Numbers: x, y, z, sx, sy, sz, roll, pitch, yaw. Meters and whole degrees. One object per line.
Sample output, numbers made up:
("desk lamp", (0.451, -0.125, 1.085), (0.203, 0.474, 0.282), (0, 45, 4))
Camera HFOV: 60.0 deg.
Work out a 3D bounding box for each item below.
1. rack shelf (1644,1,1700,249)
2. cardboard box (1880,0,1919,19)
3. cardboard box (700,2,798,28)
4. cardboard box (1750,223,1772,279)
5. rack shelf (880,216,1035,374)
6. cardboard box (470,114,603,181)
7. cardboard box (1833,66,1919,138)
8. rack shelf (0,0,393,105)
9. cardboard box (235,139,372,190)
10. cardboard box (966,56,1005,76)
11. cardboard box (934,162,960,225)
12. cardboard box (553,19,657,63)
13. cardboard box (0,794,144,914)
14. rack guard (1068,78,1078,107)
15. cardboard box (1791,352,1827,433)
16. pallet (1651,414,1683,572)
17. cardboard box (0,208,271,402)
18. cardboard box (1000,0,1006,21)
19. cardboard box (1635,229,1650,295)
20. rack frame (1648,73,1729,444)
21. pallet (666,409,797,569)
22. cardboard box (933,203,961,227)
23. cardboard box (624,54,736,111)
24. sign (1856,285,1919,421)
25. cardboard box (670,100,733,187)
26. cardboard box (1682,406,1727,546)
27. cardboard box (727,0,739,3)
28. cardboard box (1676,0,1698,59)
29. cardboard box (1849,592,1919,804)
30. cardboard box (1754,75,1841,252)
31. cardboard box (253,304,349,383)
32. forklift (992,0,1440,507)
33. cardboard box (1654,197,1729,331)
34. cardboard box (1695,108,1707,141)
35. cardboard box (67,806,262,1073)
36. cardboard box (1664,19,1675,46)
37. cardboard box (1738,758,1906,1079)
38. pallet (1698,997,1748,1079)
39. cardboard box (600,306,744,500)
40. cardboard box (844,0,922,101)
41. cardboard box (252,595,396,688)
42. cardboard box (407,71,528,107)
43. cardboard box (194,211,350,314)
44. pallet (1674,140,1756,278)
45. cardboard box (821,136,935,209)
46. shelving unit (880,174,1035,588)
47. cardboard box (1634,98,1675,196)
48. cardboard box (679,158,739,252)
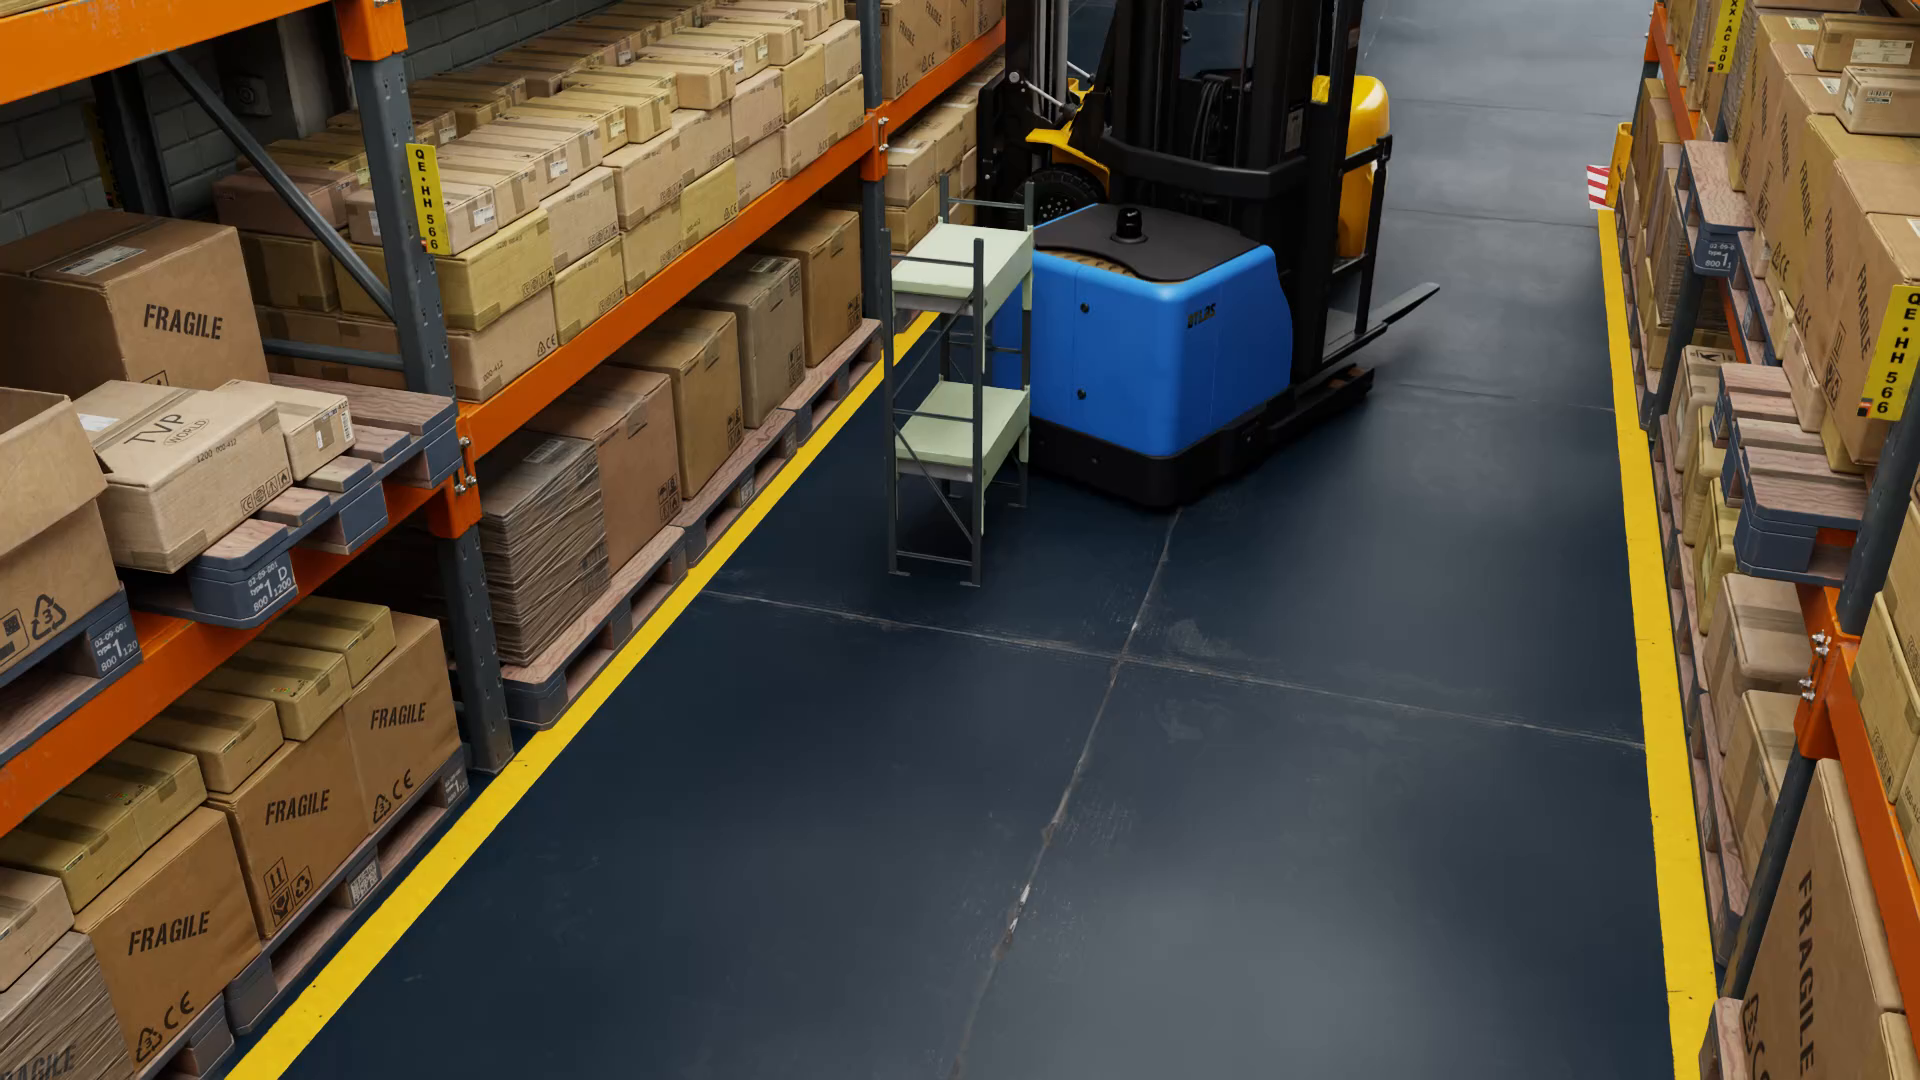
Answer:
("rack shelf", (4.440, -2.356, 9.140), (1.077, 0.370, 4.000), (8, 30, 15))
("cardboard box", (3.937, -1.851, 6.651), (0.500, 0.500, 0.500), (8, 30, 14))
("cardboard box", (-0.962, -2.356, 7.629), (0.380, 0.149, 0.250), (8, 30, 15))
("cardboard box", (2.979, -1.002, 5.791), (0.380, 0.149, 0.250), (10, 31, 17))
("rack shelf", (0.002, -1.000, 6.701), (0.431, 0.370, 0.720), (8, 30, 15))
("cardboard box", (-1.500, -1.393, 5.898), (0.380, 0.149, 0.250), (9, 30, 15))
("cardboard box", (2.889, -1.324, 5.036), (0.380, 0.149, 0.250), (7, 30, 12))
("rack shelf", (-2.654, -0.656, 2.998), (1.077, 0.370, 4.000), (8, 30, 15))
("cardboard box", (-2.195, -1.234, 5.612), (0.380, 0.149, 0.250), (9, 30, 16))
("cardboard box", (0.161, -2.993, 10.913), (0.500, 0.250, 0.500), (9, 30, 16))
("cardboard box", (-0.310, -2.063, 9.756), (0.500, 0.250, 0.500), (8, 30, 15))
("cardboard box", (-1.557, -2.175, 7.305), (0.380, 0.149, 0.250), (8, 30, 15))
("cardboard box", (-2.334, 0.782, 4.231), (0.380, 0.149, 0.250), (8, 30, 14))
("rack guard", (0.288, -3.226, 12.534), (1.175, 0.500, 0.348), (8, 30, 15))
("cardboard box", (2.591, -0.400, 4.711), (0.380, 0.149, 0.250), (8, 30, 14))
("pallet", (3.626, -0.161, 7.322), (1.003, 0.211, 1.213), (8, 30, 15))
("cardboard box", (-2.368, -0.599, 4.707), (0.500, 0.500, 0.500), (10, 31, 17))
("cardboard box", (0.076, -3.606, 10.544), (0.500, 0.500, 0.500), (8, 30, 14))
("cardboard box", (4.070, -1.521, 9.295), (0.500, 0.250, 0.500), (9, 30, 16))
("rack frame", (3.853, -1.741, 7.295), (1.000, 3.000, 0.127), (8, 30, 15))
("pallet", (-1.429, -0.313, 7.595), (1.003, 0.211, 1.213), (8, 30, 15))
("cardboard box", (-0.300, -1.846, 9.878), (0.500, 0.250, 0.500), (8, 30, 14))
("cardboard box", (-1.132, -1.852, 6.724), (0.380, 0.149, 0.250), (8, 30, 14))
("sign", (2.157, -0.427, 3.822), (0.100, 0.325, 0.005), (8, 30, 15))
("cardboard box", (-1.259, -1.627, 6.730), (0.500, 0.250, 0.500), (9, 30, 16))
("cardboard box", (3.494, -0.198, 6.791), (0.950, 0.372, 0.625), (10, 31, 18))
("cardboard box", (-1.201, -2.642, 8.144), (0.380, 0.149, 0.250), (8, 30, 14))
("cardboard box", (4.184, -2.878, 8.929), (0.500, 0.500, 0.500), (8, 30, 14))
("cardboard box", (2.295, 0.375, 3.645), (0.500, 0.250, 0.500), (8, 30, 14))
("cardboard box", (2.996, -1.221, 5.518), (0.500, 0.500, 0.500), (7, 30, 13))
("cardboard box", (-2.180, -0.769, 5.701), (0.500, 0.250, 0.500), (8, 30, 14))
("forklift", (1.473, -2.069, 7.954), (1.130, 2.935, 3.031), (23, 36, 35))
("cardboard box", (3.770, -1.364, 8.242), (0.500, 0.500, 0.500), (8, 30, 14))
("cardboard box", (3.722, -1.941, 7.912), (0.380, 0.149, 0.250), (9, 30, 16))
("cardboard box", (-2.294, 1.022, 4.467), (0.500, 0.500, 0.500), (10, 31, 17))
("cardboard box", (4.395, -3.020, 9.851), (0.380, 0.149, 0.250), (9, 30, 16))
("cardboard box", (2.397, 1.172, 3.812), (0.875, 0.875, 0.875), (8, 30, 14))
("pallet", (2.375, 1.692, 3.992), (1.003, 0.211, 1.213), (8, 30, 15))
("cardboard box", (-1.490, -0.640, 7.326), (0.875, 0.625, 0.625), (7, 30, 13))
("cardboard box", (-0.513, -2.660, 8.844), (0.500, 0.500, 0.500), (8, 30, 13))
("cardboard box", (-1.970, 0.302, 5.093), (0.380, 0.149, 0.250), (7, 30, 12))
("cardboard box", (-1.911, -1.708, 6.464), (0.380, 0.149, 0.250), (8, 30, 14))
("cardboard box", (-2.201, -0.990, 5.585), (0.500, 0.250, 0.500), (9, 30, 16))
("pallet", (3.489, -1.323, 6.740), (1.003, 0.211, 1.213), (8, 30, 15))
("cardboard box", (-0.451, -2.047, 9.212), (0.500, 0.250, 0.500), (8, 30, 14))
("shelving unit", (0.002, -0.659, 6.891), (0.431, 1.500, 0.755), (8, 30, 15))
("cardboard box", (4.370, -2.320, 9.959), (0.500, 0.500, 0.500), (7, 30, 13))
("cardboard box", (-1.253, -1.409, 6.851), (0.500, 0.250, 0.500), (9, 30, 16))
